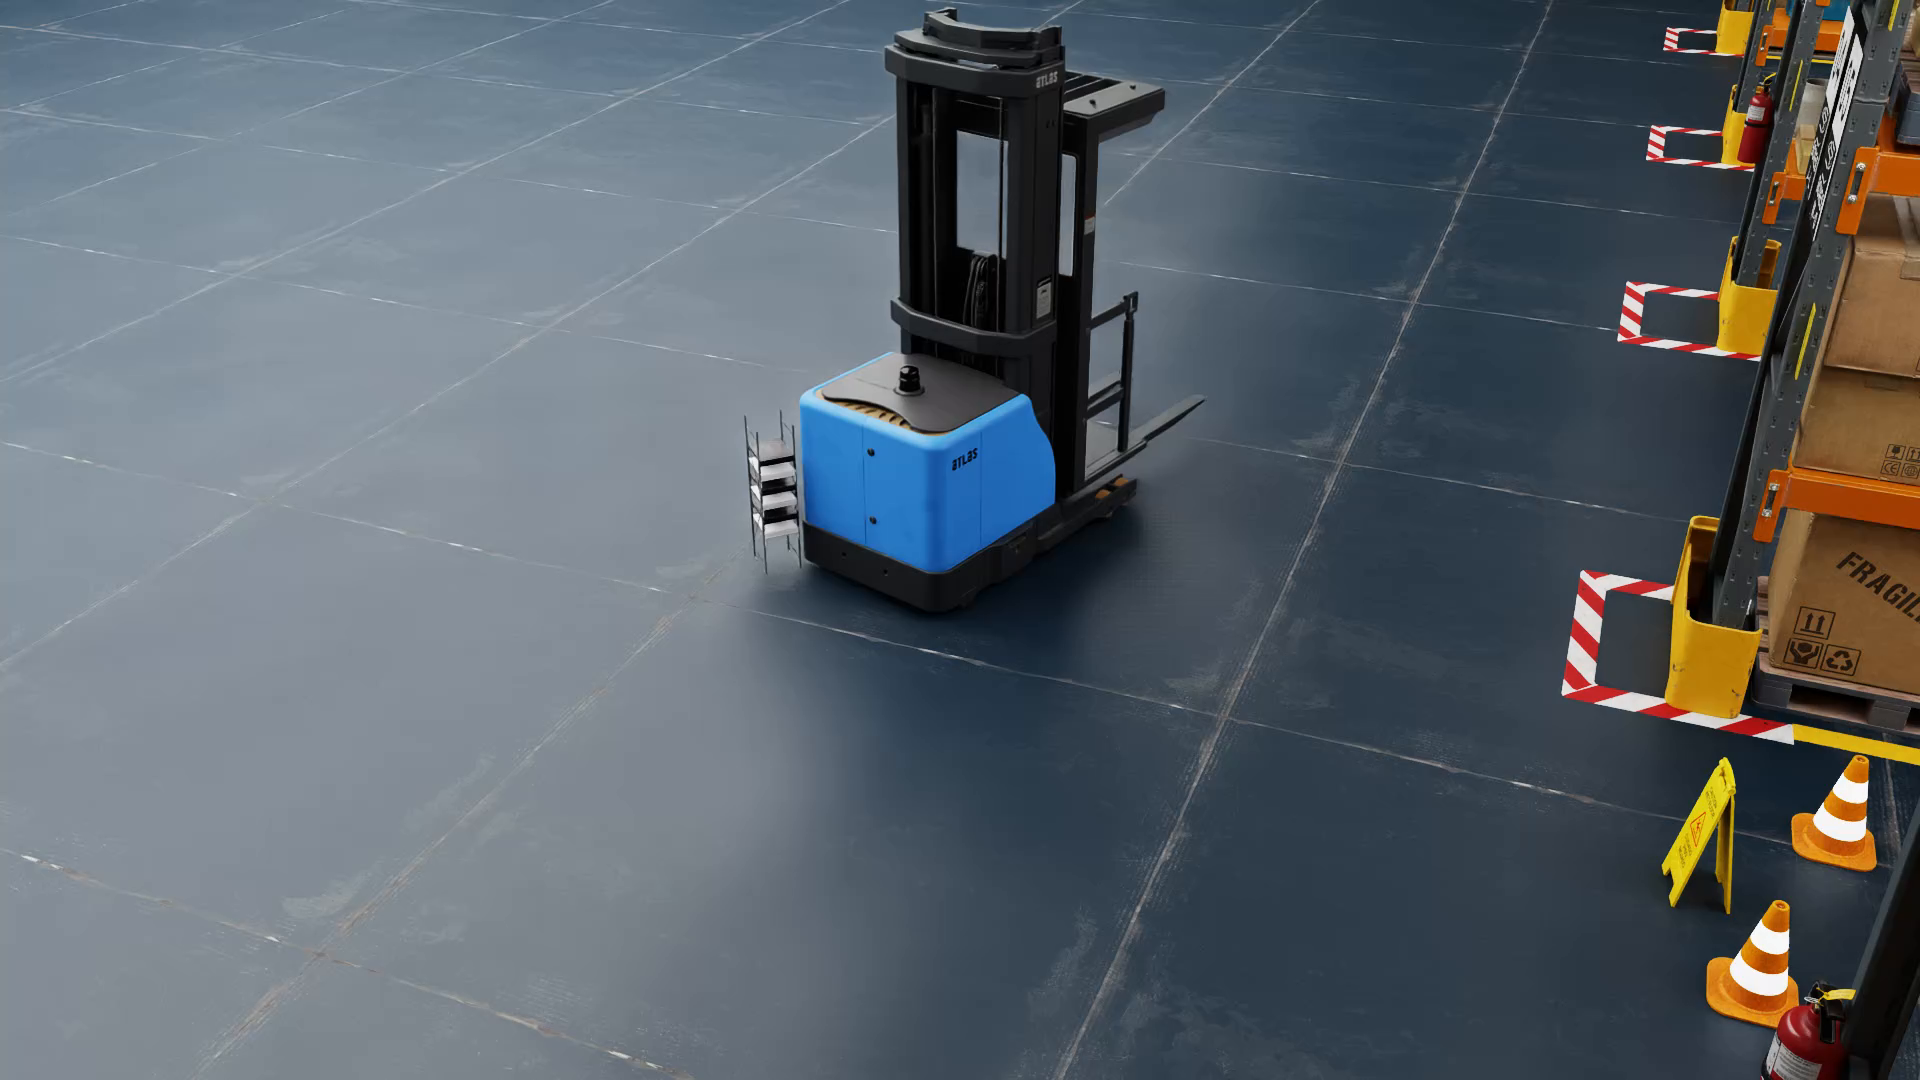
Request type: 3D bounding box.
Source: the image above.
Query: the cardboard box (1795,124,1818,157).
[{"bbox_3d":[6.212,-2.883,12.057,0.250,0.149,0.380,11,31,19],"label":"cardboard box"}]

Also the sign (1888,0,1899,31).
[{"bbox_3d":[3.698,-2.177,6.536,0.005,0.325,0.100,11,31,19],"label":"sign"}]

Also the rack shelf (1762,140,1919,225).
[{"bbox_3d":[7.724,-2.268,11.444,4.000,0.370,1.077,11,31,19],"label":"rack shelf"}]

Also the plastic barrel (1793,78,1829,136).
[{"bbox_3d":[8.371,-4.222,16.273,0.421,0.512,0.421,0,29,0],"label":"plastic barrel"}]

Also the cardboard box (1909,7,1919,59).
[{"bbox_3d":[4.348,-2.224,7.314,0.250,0.149,0.380,11,31,19],"label":"cardboard box"}]

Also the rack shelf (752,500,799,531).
[{"bbox_3d":[-1.045,-0.157,9.363,0.200,0.077,0.258,-12,32,-20],"label":"rack shelf"}]

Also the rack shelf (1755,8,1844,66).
[{"bbox_3d":[9.586,-4.526,15.440,4.000,0.370,1.077,11,31,19],"label":"rack shelf"}]

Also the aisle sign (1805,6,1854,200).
[{"bbox_3d":[3.959,-1.989,7.579,0.004,0.787,0.394,11,31,19],"label":"aisle sign"}]

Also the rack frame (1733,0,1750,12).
[{"bbox_3d":[9.598,-7.467,19.912,0.127,3.000,1.000,11,31,19],"label":"rack frame"}]

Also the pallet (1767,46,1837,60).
[{"bbox_3d":[10.323,-6.131,20.382,1.213,0.211,1.003,11,31,19],"label":"pallet"}]

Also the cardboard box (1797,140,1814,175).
[{"bbox_3d":[6.045,-2.680,11.698,0.250,0.149,0.380,11,31,19],"label":"cardboard box"}]

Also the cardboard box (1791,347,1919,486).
[{"bbox_3d":[4.273,-0.725,7.832,0.550,0.550,0.875,11,31,19],"label":"cardboard box"}]

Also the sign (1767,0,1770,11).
[{"bbox_3d":[7.522,-5.080,15.407,0.005,0.325,0.100,11,31,19],"label":"sign"}]

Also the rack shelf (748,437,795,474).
[{"bbox_3d":[-1.045,-0.470,9.186,0.200,0.077,0.258,-12,32,-20],"label":"rack shelf"}]

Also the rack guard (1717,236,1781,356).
[{"bbox_3d":[5.941,-1.848,12.512,0.348,0.500,1.175,11,31,19],"label":"rack guard"}]

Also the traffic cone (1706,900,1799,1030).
[{"bbox_3d":[3.130,1.595,6.459,0.334,0.463,0.336,11,31,19],"label":"traffic cone"}]

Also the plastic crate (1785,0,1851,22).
[{"bbox_3d":[8.309,-5.188,16.032,0.616,0.251,0.499,11,31,19],"label":"plastic crate"}]

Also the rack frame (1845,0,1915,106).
[{"bbox_3d":[3.912,-3.320,6.478,0.127,3.000,1.000,11,31,19],"label":"rack frame"}]

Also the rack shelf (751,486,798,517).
[{"bbox_3d":[-1.045,-0.235,9.319,0.200,0.077,0.258,-12,32,-20],"label":"rack shelf"}]

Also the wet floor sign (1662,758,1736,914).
[{"bbox_3d":[3.141,1.215,6.945,0.232,0.644,0.267,6,30,11],"label":"wet floor sign"}]

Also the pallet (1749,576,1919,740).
[{"bbox_3d":[4.682,0.618,8.442,1.213,0.211,1.003,11,31,19],"label":"pallet"}]

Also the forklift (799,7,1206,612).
[{"bbox_3d":[0.423,-1.547,9.509,1.130,2.935,3.031,21,36,33],"label":"forklift"}]

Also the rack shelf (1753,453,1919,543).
[{"bbox_3d":[5.765,-0.025,7.476,4.000,0.370,1.077,11,31,19],"label":"rack shelf"}]

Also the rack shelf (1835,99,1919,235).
[{"bbox_3d":[5.765,-1.331,6.738,4.000,0.370,1.077,11,31,19],"label":"rack shelf"}]

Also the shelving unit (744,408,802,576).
[{"bbox_3d":[-1.045,-0.264,9.303,0.210,0.900,0.258,-12,32,-20],"label":"shelving unit"}]

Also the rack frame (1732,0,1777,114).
[{"bbox_3d":[7.733,-5.209,15.918,0.127,3.000,1.000,11,31,19],"label":"rack frame"}]

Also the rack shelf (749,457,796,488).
[{"bbox_3d":[-1.045,-0.392,9.230,0.200,0.077,0.258,-12,32,-20],"label":"rack shelf"}]

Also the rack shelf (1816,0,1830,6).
[{"bbox_3d":[7.724,-3.573,10.706,4.000,0.370,1.077,11,31,19],"label":"rack shelf"}]

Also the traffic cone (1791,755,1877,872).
[{"bbox_3d":[3.870,1.142,7.259,0.334,0.463,0.336,11,31,19],"label":"traffic cone"}]

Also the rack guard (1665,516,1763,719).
[{"bbox_3d":[3.890,0.376,8.577,0.348,0.500,1.175,11,31,19],"label":"rack guard"}]

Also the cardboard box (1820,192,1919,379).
[{"bbox_3d":[4.241,-1.157,7.499,0.550,0.550,0.875,11,31,19],"label":"cardboard box"}]

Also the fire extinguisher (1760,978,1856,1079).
[{"bbox_3d":[2.212,1.370,4.356,0.183,0.674,0.296,11,31,19],"label":"fire extinguisher"}]

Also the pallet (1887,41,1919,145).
[{"bbox_3d":[4.603,-1.843,7.003,1.213,0.211,1.003,11,31,19],"label":"pallet"}]

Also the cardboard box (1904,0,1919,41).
[{"bbox_3d":[6.278,-3.333,11.178,0.500,0.500,0.500,11,31,19],"label":"cardboard box"}]

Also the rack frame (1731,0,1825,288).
[{"bbox_3d":[5.870,-2.951,11.922,0.127,3.000,1.000,11,31,19],"label":"rack frame"}]

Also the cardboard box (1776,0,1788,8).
[{"bbox_3d":[10.207,-6.816,20.365,0.500,0.500,0.500,11,31,19],"label":"cardboard box"}]

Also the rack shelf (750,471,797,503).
[{"bbox_3d":[-1.045,-0.313,9.275,0.200,0.077,0.258,-12,32,-20],"label":"rack shelf"}]

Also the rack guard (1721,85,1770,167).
[{"bbox_3d":[7.821,-4.128,16.546,0.348,0.500,1.175,11,31,19],"label":"rack guard"}]

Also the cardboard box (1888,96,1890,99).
[{"bbox_3d":[6.370,-3.009,11.622,0.500,0.500,0.875,11,31,19],"label":"cardboard box"}]

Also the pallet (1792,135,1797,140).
[{"bbox_3d":[8.572,-3.850,16.347,1.213,0.211,1.003,11,31,19],"label":"pallet"}]

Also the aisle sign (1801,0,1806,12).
[{"bbox_3d":[5.700,-3.957,11.061,0.004,0.787,0.394,11,31,19],"label":"aisle sign"}]

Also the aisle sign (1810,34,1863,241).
[{"bbox_3d":[3.734,-1.716,7.095,0.004,0.787,0.394,11,31,19],"label":"aisle sign"}]

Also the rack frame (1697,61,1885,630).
[{"bbox_3d":[3.912,-0.708,7.954,0.127,3.000,1.000,11,31,19],"label":"rack frame"}]

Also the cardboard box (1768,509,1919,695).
[{"bbox_3d":[4.565,0.130,8.205,0.875,0.875,0.875,11,31,19],"label":"cardboard box"}]

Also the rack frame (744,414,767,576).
[{"bbox_3d":[-1.138,-0.244,9.268,0.006,0.900,0.240,-12,32,-20],"label":"rack frame"}]

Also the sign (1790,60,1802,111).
[{"bbox_3d":[5.667,-3.080,11.271,0.005,0.325,0.100,11,31,19],"label":"sign"}]

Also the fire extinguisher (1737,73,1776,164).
[{"bbox_3d":[5.938,-3.148,12.350,0.183,0.674,0.296,11,31,19],"label":"fire extinguisher"}]

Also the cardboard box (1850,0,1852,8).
[{"bbox_3d":[6.473,-3.570,11.598,0.500,0.500,0.500,11,31,19],"label":"cardboard box"}]

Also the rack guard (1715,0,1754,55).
[{"bbox_3d":[9.576,-6.383,20.535,0.348,0.500,1.175,11,31,19],"label":"rack guard"}]

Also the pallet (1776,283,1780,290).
[{"bbox_3d":[6.680,-1.556,12.289,1.213,0.211,1.003,11,31,19],"label":"pallet"}]

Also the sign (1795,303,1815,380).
[{"bbox_3d":[3.698,-0.867,7.276,0.005,0.325,0.100,11,31,19],"label":"sign"}]

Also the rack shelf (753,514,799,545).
[{"bbox_3d":[-1.045,-0.078,9.407,0.200,0.077,0.258,-12,32,-20],"label":"rack shelf"}]

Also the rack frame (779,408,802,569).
[{"bbox_3d":[-0.951,-0.284,9.337,0.006,0.900,0.240,-12,32,-20],"label":"rack frame"}]
